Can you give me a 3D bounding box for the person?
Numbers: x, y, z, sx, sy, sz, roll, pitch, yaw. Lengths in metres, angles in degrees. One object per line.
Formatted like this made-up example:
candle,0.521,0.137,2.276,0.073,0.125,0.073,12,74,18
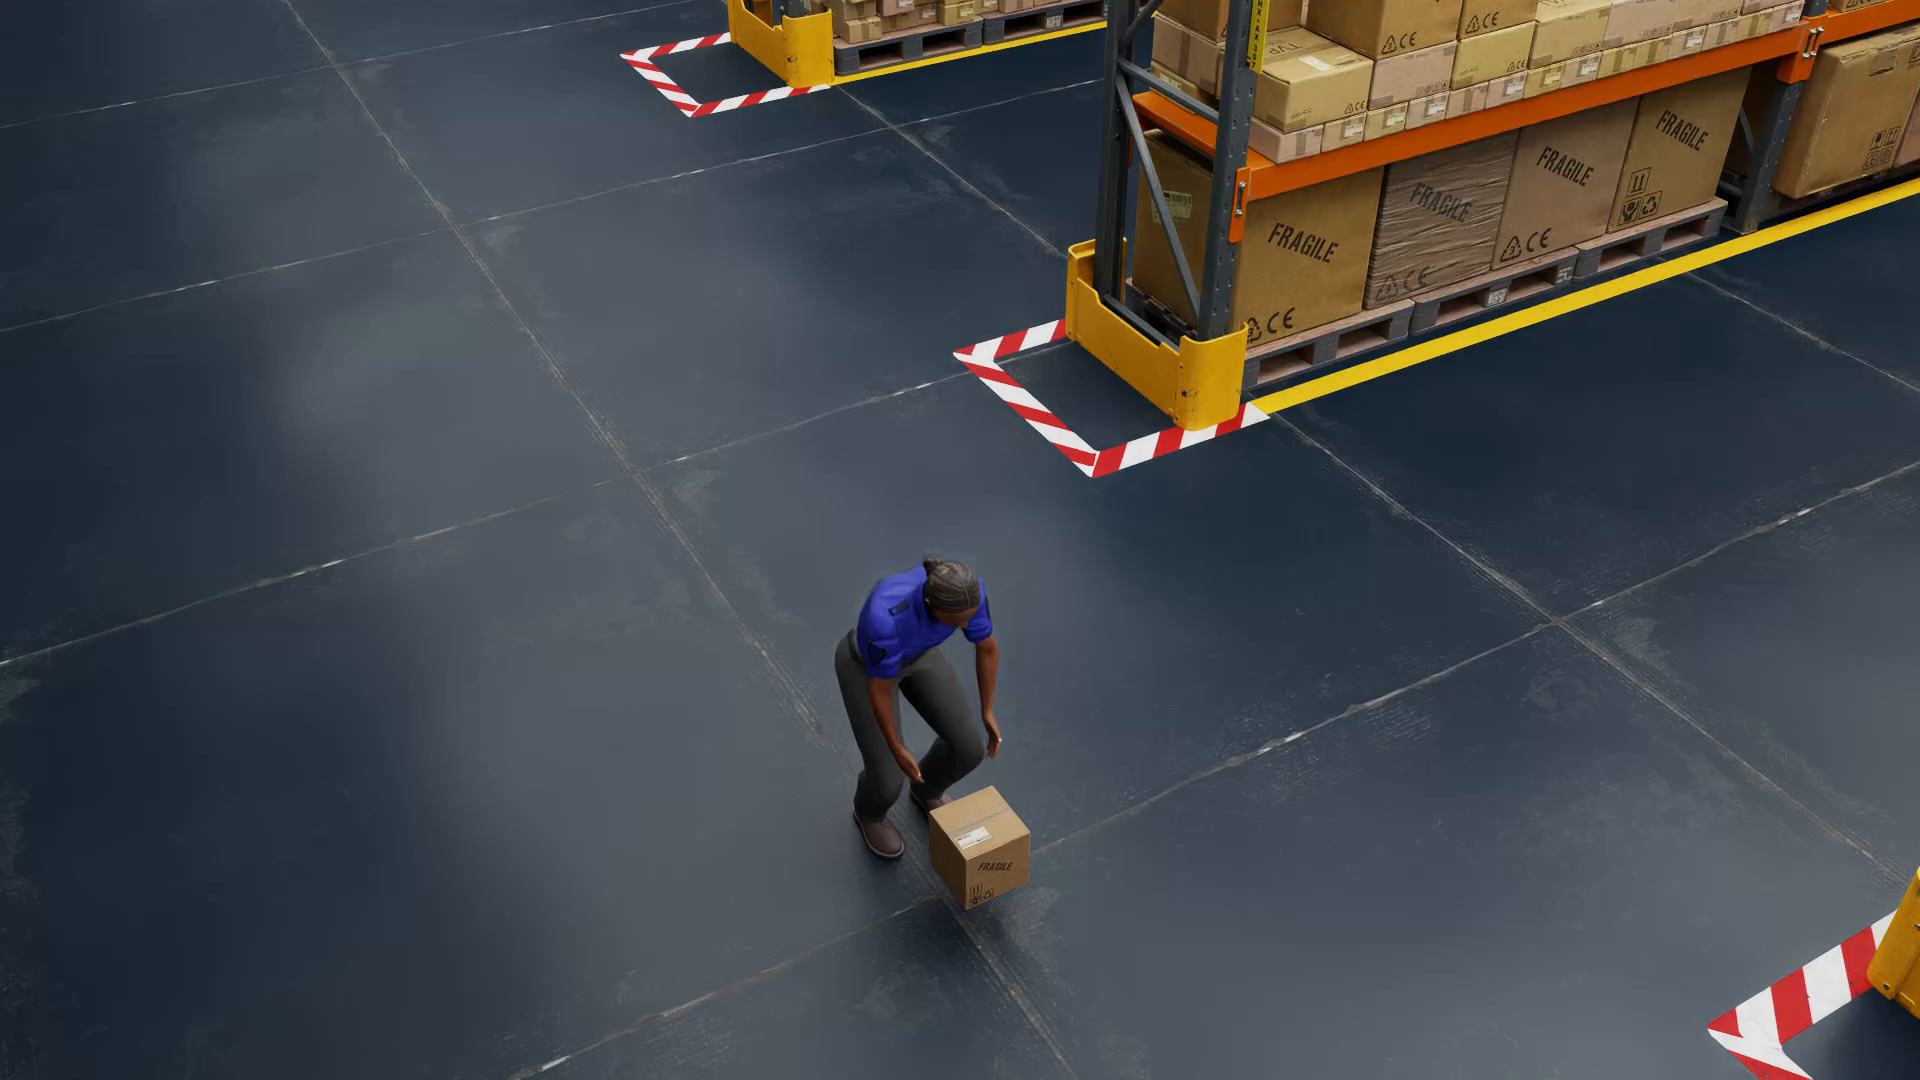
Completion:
person,-0.134,0.515,5.726,0.496,1.362,0.635,-19,41,-23
